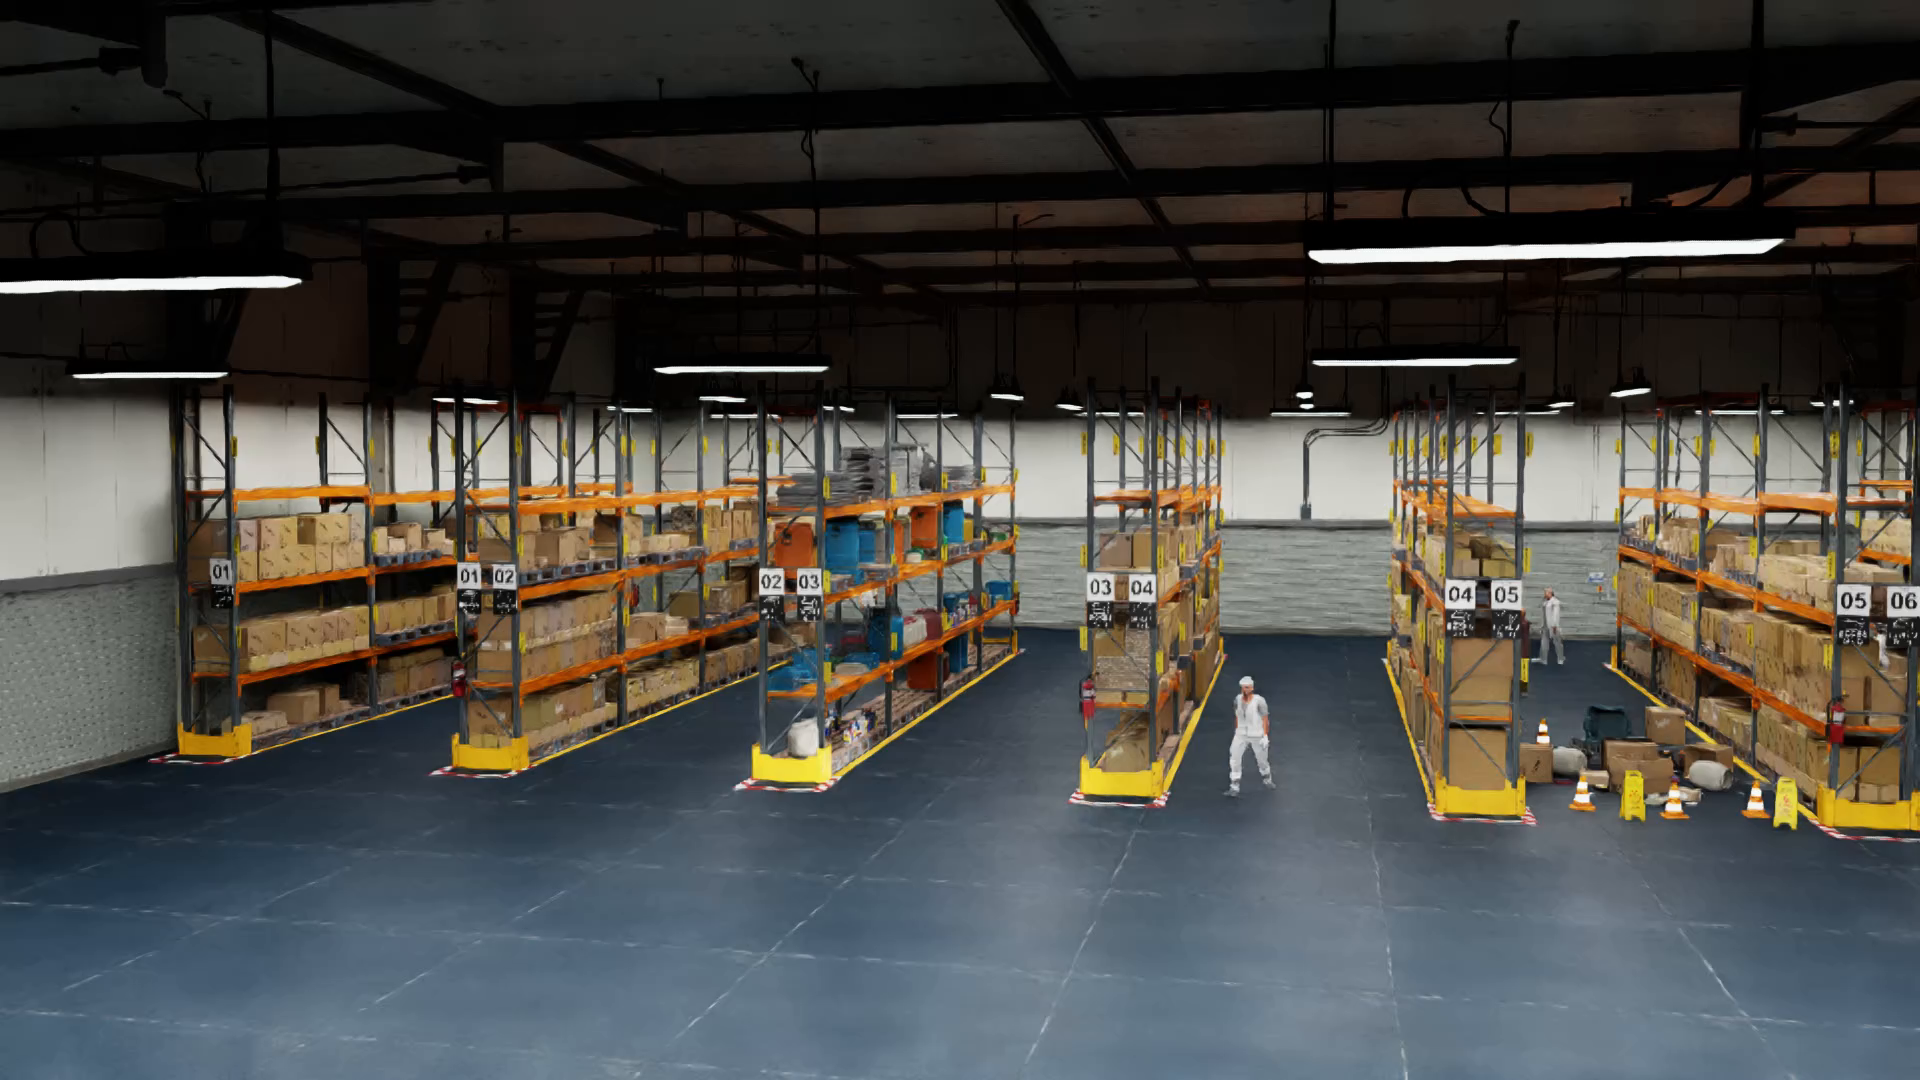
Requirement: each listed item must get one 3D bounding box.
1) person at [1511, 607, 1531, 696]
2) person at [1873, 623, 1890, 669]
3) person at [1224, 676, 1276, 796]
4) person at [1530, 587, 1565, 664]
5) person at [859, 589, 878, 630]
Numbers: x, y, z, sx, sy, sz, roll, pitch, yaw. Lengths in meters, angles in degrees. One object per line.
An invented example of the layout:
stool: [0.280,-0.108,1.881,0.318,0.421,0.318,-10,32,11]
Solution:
person: [11.222,2.224,33.460,0.557,1.781,0.631,3,4,42]
person: [17.456,2.385,31.630,0.555,1.662,0.591,2,4,32]
person: [4.185,2.804,23.935,0.596,1.734,0.987,2,4,32]
person: [13.569,1.973,38.279,0.681,1.774,0.696,-1,3,-11]
person: [-2.443,1.713,44.278,0.490,1.597,0.999,0,3,4]
